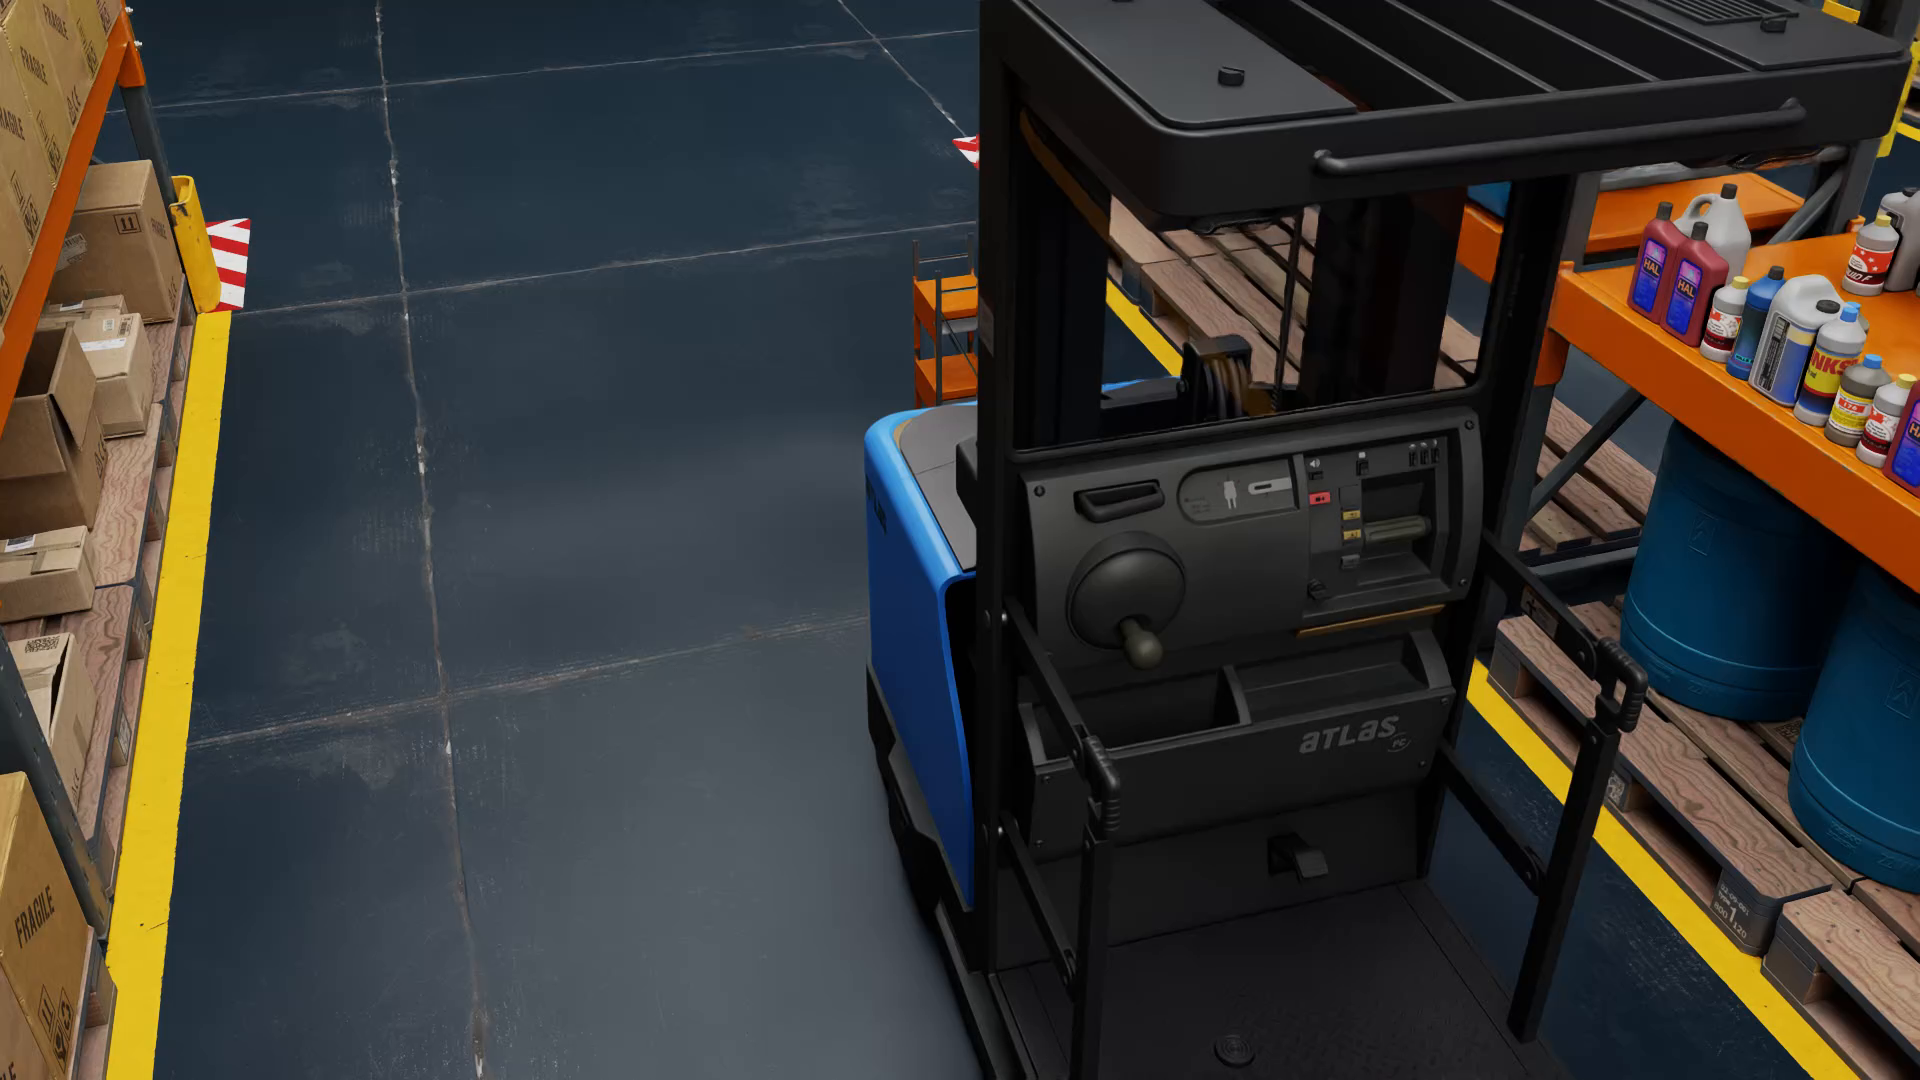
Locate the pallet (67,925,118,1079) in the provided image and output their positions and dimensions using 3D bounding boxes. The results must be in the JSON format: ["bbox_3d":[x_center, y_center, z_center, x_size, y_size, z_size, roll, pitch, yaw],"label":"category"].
[{"bbox_3d":[-2.368,1.402,3.437,1.003,0.211,1.213,-10,35,-15],"label":"pallet"}]

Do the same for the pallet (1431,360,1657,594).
[{"bbox_3d":[1.805,-0.229,5.906,1.003,0.211,1.213,-10,35,-15],"label":"pallet"}]

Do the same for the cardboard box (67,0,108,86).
[{"bbox_3d":[-3.315,-1.863,5.758,0.500,0.500,0.500,-10,35,-14],"label":"cardboard box"}]

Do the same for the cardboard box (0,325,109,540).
[{"bbox_3d":[-3.230,-0.310,5.363,0.797,0.503,0.637,-10,35,-15],"label":"cardboard box"}]

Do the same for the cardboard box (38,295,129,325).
[{"bbox_3d":[-3.434,-0.812,6.429,0.380,0.166,0.250,-10,35,-15],"label":"cardboard box"}]

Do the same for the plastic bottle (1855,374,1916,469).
[{"bbox_3d":[2.025,-0.263,3.608,0.097,0.201,0.097,0,33,0],"label":"plastic bottle"}]

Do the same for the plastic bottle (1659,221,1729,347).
[{"bbox_3d":[1.813,-0.630,4.089,0.061,0.283,0.133,-10,35,-15],"label":"plastic bottle"}]

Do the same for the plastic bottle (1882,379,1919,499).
[{"bbox_3d":[2.043,-0.234,3.489,0.061,0.283,0.133,-10,35,-15],"label":"plastic bottle"}]

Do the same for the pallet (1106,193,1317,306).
[{"bbox_3d":[1.061,-1.510,7.844,1.003,0.211,1.213,-10,35,-15],"label":"pallet"}]

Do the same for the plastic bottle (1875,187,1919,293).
[{"bbox_3d":[2.494,-0.809,4.366,0.152,0.276,0.135,-10,35,-15],"label":"plastic bottle"}]

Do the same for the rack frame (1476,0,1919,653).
[{"bbox_3d":[2.066,-1.013,4.563,1.000,3.000,0.127,-10,35,-15],"label":"rack frame"}]

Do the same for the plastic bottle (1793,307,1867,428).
[{"bbox_3d":[1.966,-0.395,3.743,0.097,0.271,0.097,0,33,0],"label":"plastic bottle"}]

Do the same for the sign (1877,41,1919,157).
[{"bbox_3d":[2.591,-1.220,4.625,0.100,0.325,0.005,-10,35,-15],"label":"sign"}]

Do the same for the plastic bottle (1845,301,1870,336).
[{"bbox_3d":[2.069,-0.462,3.908,0.097,0.201,0.097,0,33,0],"label":"plastic bottle"}]

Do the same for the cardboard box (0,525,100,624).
[{"bbox_3d":[-2.848,0.107,5.038,0.380,0.166,0.250,-10,35,-15],"label":"cardboard box"}]

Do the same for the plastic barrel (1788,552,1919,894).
[{"bbox_3d":[2.432,0.347,4.026,0.600,0.901,0.708,-10,35,-15],"label":"plastic barrel"}]

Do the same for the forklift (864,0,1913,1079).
[{"bbox_3d":[0.636,0.056,3.006,1.130,2.935,3.031,-9,35,-13],"label":"forklift"}]

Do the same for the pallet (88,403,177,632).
[{"bbox_3d":[-3.237,-0.021,5.591,1.003,0.211,1.213,-10,35,-15],"label":"pallet"}]

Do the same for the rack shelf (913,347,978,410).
[{"bbox_3d":[-0.016,-0.457,5.509,0.215,0.259,0.240,-10,35,-15],"label":"rack shelf"}]

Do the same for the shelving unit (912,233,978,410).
[{"bbox_3d":[-0.016,-0.466,5.503,0.215,1.050,0.252,-10,35,-15],"label":"shelving unit"}]

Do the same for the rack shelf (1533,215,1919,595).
[{"bbox_3d":[2.676,0.337,3.172,1.077,0.370,4.000,-10,35,-15],"label":"rack shelf"}]

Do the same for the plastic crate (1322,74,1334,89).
[{"bbox_3d":[1.469,-1.466,5.443,0.437,0.125,0.590,-10,35,-15],"label":"plastic crate"}]

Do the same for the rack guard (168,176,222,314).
[{"bbox_3d":[-3.849,-1.200,7.112,1.175,0.500,0.348,-10,35,-15],"label":"rack guard"}]

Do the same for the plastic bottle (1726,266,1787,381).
[{"bbox_3d":[1.895,-0.517,3.928,0.097,0.271,0.097,0,33,0],"label":"plastic bottle"}]

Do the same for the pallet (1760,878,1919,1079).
[{"bbox_3d":[2.638,1.204,3.737,1.003,0.211,1.213,-10,35,-15],"label":"pallet"}]

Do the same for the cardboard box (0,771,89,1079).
[{"bbox_3d":[-2.229,0.888,3.554,0.500,0.500,0.500,-10,35,-15],"label":"cardboard box"}]

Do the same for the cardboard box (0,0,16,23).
[{"bbox_3d":[-3.001,-1.748,4.676,0.500,0.500,0.500,-9,34,-13],"label":"cardboard box"}]

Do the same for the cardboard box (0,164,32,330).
[{"bbox_3d":[-2.707,-0.806,4.158,0.500,0.500,0.500,-9,35,-14],"label":"cardboard box"}]

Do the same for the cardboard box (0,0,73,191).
[{"bbox_3d":[-3.014,-1.335,4.959,0.500,0.500,0.500,-10,35,-15],"label":"cardboard box"}]

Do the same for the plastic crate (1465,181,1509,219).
[{"bbox_3d":[1.599,-1.219,4.835,0.392,0.384,0.575,-10,35,-15],"label":"plastic crate"}]

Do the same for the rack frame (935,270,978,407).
[{"bbox_3d":[0.021,-0.402,5.406,0.200,1.050,0.008,-10,35,-15],"label":"rack frame"}]

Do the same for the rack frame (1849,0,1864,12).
[{"bbox_3d":[5.563,-3.946,9.001,1.000,3.000,0.127,-10,35,-15],"label":"rack frame"}]
